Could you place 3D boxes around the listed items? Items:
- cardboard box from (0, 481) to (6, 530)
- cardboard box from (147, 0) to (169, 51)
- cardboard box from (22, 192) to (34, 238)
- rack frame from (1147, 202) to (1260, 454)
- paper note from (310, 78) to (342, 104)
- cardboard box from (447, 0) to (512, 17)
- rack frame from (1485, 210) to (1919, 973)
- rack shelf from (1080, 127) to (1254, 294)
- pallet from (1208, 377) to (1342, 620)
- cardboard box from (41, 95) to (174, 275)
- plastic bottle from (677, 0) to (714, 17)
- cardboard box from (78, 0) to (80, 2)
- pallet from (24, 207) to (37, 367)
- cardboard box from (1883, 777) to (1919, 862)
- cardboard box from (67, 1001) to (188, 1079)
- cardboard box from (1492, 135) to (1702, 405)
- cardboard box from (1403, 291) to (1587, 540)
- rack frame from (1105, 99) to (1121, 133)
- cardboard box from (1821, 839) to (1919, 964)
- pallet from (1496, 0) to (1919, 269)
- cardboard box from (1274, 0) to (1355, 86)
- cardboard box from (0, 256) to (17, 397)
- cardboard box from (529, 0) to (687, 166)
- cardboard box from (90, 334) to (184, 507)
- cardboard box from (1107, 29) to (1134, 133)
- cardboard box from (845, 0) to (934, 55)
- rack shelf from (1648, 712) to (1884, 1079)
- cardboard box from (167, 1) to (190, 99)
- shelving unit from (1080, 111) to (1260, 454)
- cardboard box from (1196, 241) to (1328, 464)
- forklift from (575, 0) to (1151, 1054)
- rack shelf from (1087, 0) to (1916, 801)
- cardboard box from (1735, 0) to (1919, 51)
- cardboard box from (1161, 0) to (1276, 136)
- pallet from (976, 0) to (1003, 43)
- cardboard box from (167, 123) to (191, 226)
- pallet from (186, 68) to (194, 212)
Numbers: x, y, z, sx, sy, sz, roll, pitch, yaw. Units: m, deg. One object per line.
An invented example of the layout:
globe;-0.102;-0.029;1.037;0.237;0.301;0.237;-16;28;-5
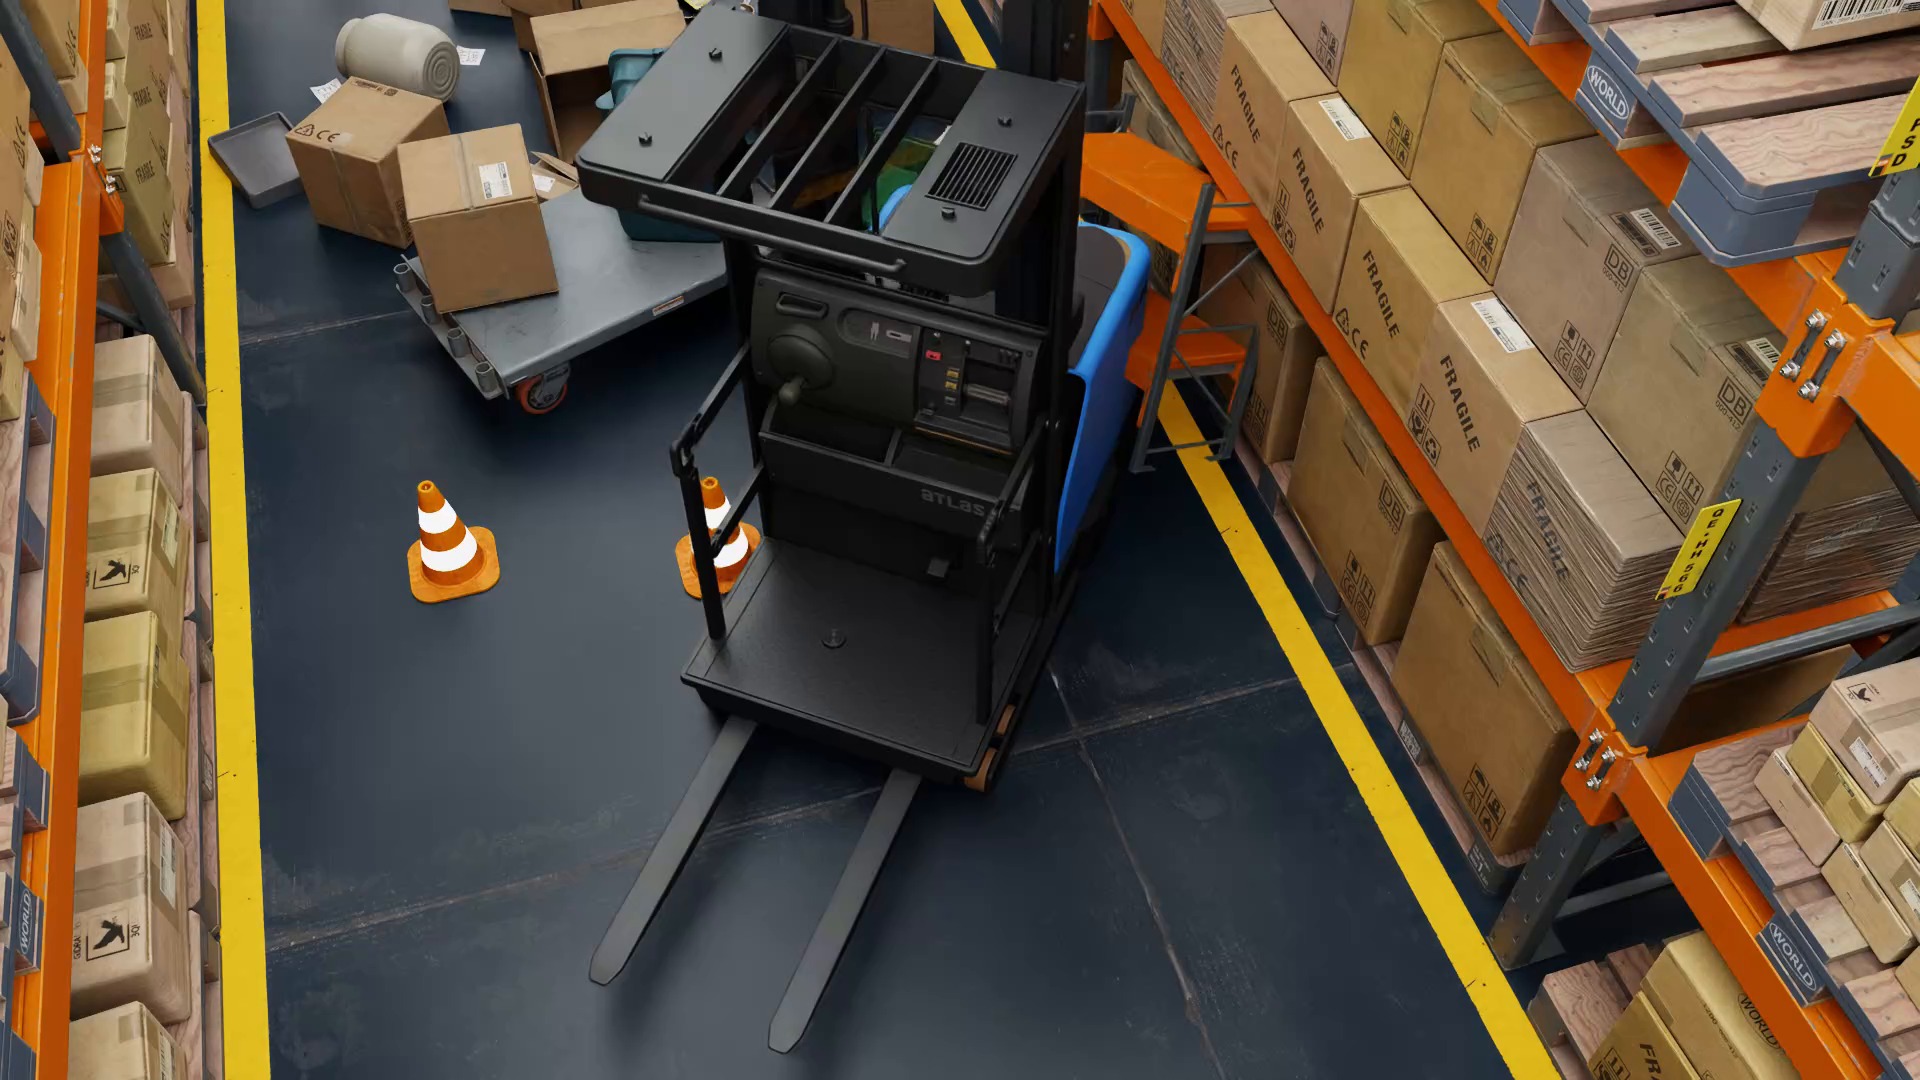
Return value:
cardboard box;-2.836;-0.061;4.519;0.380;0.149;0.250;-12;51;-10
cardboard box;-4.065;-2.593;7.797;0.500;0.500;0.500;-14;51;-12
cardboard box;-3.192;-1.002;5.312;0.380;0.149;0.250;-15;51;-12
rack frame;0.947;-0.775;6.129;0.475;0.981;0.013;-10;35;-34
paper note;-3.202;-2.283;8.444;0.142;0.019;0.148;-30;56;-23
cardboard box;-2.534;-2.960;8.938;0.380;0.149;0.250;10;51;8
rack frame;2.213;0.271;4.349;1.000;3.000;0.127;-13;51;-11
rack shelf;0.725;-1.278;6.335;0.538;0.278;1.000;-10;35;-34
pallet;-0.315;1.322;5.287;6.107;0.211;4.108;-13;51;-11
cardboard box;-3.585;-1.440;6.825;0.500;0.500;0.500;-11;51;-9
plastic bottle;-1.389;-2.864;8.914;0.133;0.061;0.283;-30;56;-23
cardboard box;-3.727;-2.227;6.620;0.380;0.149;0.250;-12;51;-10
pallet;-3.581;-0.804;5.381;1.003;0.211;1.213;-13;51;-11
cardboard box;2.247;0.602;3.571;0.380;0.149;0.250;-15;51;-12
cardboard box;-2.643;1.761;4.537;0.950;0.372;0.625;-16;52;-13
cardboard box;1.939;-0.783;4.518;0.700;0.500;0.500;-14;51;-12
cardboard box;1.677;-0.394;4.844;0.500;0.500;0.500;-13;51;-11
rack frame;1.033;-2.651;6.813;0.949;2.616;0.053;-13;51;-11
cardboard box;2.232;0.785;3.805;0.380;0.149;0.250;-11;51;-9
pallet;1.972;-1.093;3.661;1.213;0.211;1.003;-11;51;-9
cardboard box;1.486;-1.899;5.459;0.700;0.500;0.500;-13;51;-11
cardboard box;-3.018;-0.695;4.629;0.500;0.500;0.500;-12;51;-10
cardboard box;-1.629;-2.226;7.999;0.797;0.637;0.503;-13;51;-11
cardboard box;-3.511;-0.363;6.328;0.950;0.372;0.625;-13;51;-11
cardboard box;0.911;-2.576;7.864;0.875;0.875;0.875;-13;51;-10
cardboard box;-0.409;-2.747;8.527;0.500;0.500;0.500;-6;50;-5
rack shelf;2.805;1.878;3.291;0.919;0.052;3.809;-13;51;-11
cardboard box;-4.050;-2.337;8.072;0.500;0.250;0.500;-15;51;-12
shelving unit;0.673;-1.026;6.476;0.538;0.981;1.030;-10;35;-34
cardboard box;1.581;-0.922;6.552;1.050;0.750;0.750;-13;51;-11
forklift;-0.287;-0.411;5.027;1.129;2.843;3.031;16;52;13
rack shelf;1.622;-0.958;5.856;1.077;0.370;4.000;-13;51;-11
cardboard box;1.826;-1.176;3.420;0.380;0.166;0.250;-13;51;-11
cardboard box;1.079;-1.869;6.088;0.500;0.500;0.500;-13;51;-11
pallet;0.516;-3.217;9.114;1.003;0.211;1.213;-13;51;-11
cardboard box;-3.754;-1.586;7.438;0.500;0.250;0.500;-11;51;-9
pallet;-4.265;-1.934;8.032;1.003;0.211;1.213;-13;51;-11
